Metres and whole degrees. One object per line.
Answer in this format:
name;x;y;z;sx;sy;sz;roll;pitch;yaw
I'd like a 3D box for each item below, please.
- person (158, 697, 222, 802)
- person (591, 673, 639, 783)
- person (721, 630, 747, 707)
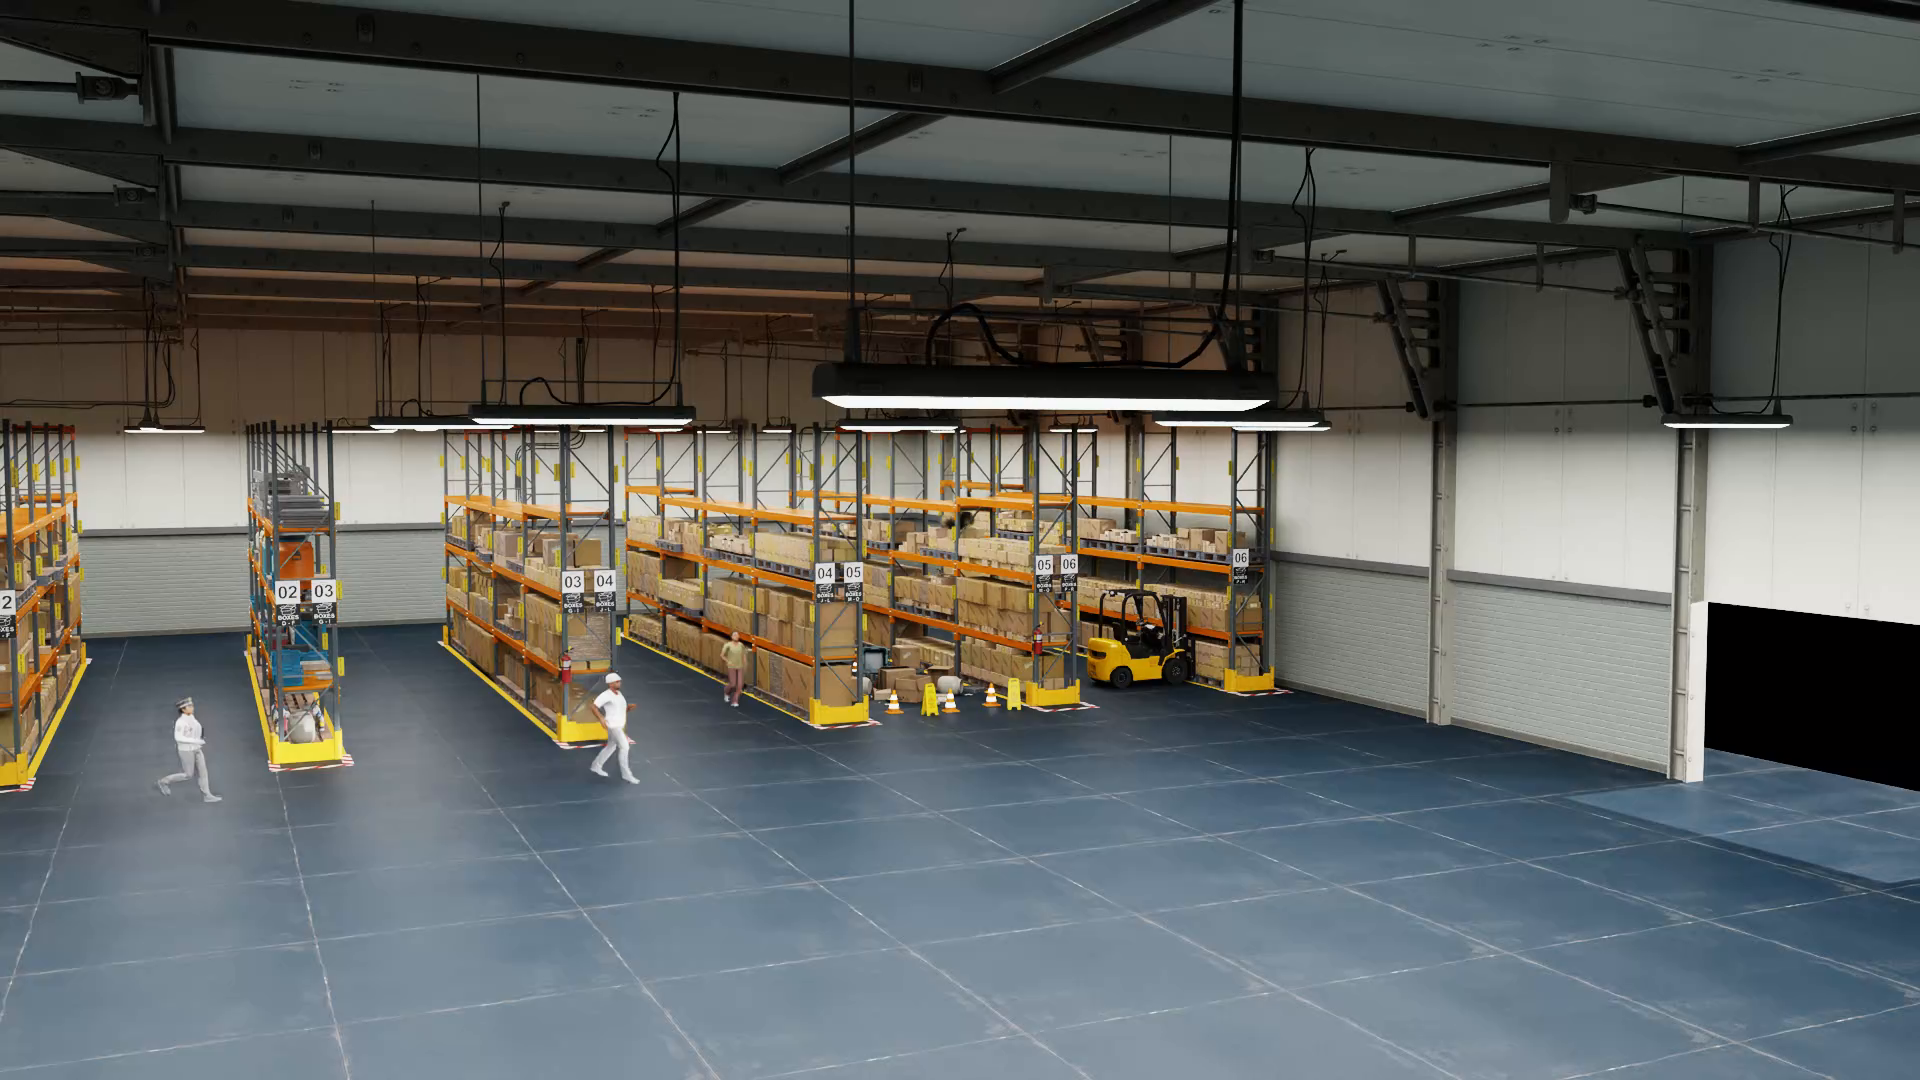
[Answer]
person;-11.970;3.268;25.862;0.949;1.652;0.615;0;4;1
person;-5.712;3.102;27.507;0.864;1.802;0.686;0;4;5
person;-4.782;2.708;35.194;0.566;1.624;0.546;-2;4;-33
